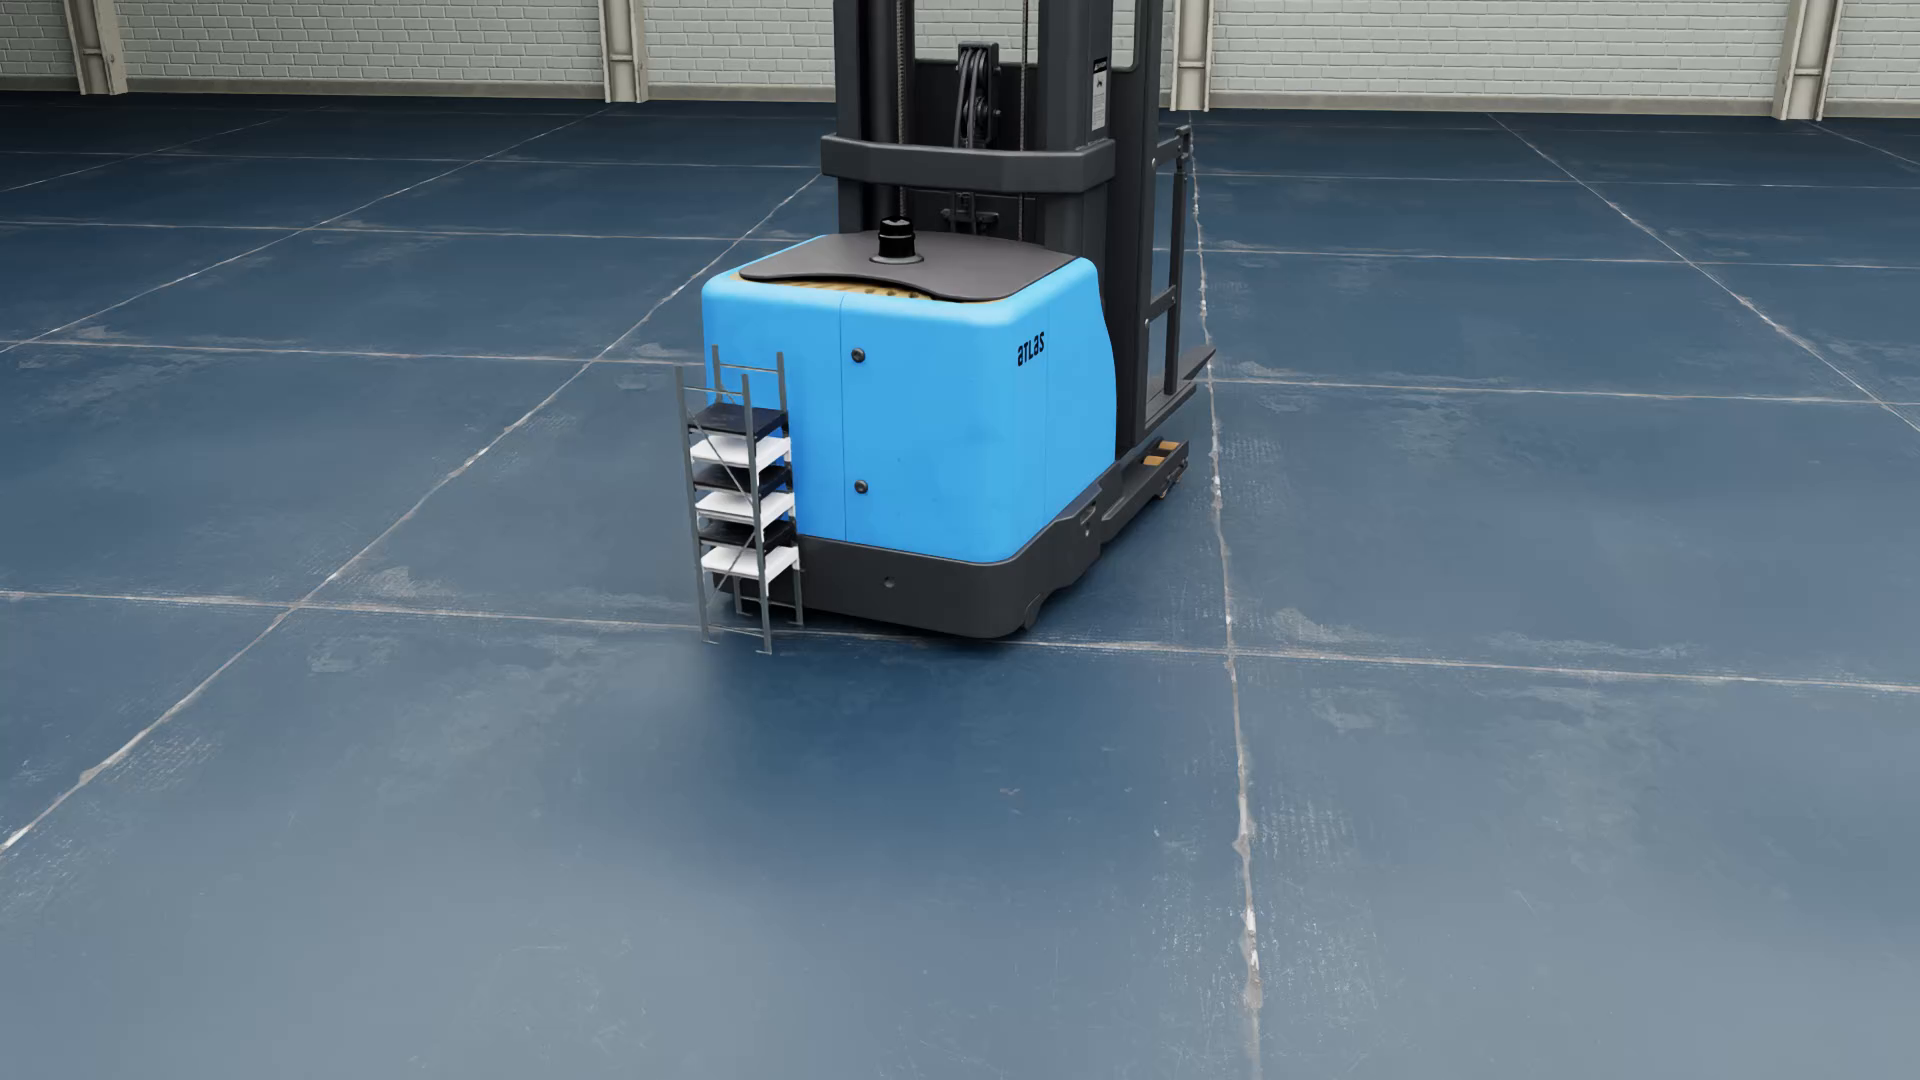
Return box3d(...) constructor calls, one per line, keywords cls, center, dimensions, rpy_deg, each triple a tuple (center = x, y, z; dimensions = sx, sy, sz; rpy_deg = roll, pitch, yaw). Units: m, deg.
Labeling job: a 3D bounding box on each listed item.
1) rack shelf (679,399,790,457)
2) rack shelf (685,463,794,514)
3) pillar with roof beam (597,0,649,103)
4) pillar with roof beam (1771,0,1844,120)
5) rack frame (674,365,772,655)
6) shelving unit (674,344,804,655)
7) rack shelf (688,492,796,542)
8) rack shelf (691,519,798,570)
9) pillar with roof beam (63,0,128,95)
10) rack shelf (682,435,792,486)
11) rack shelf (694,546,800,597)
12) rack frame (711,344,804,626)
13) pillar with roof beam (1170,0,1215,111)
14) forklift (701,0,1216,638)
box3d(cls="rack shelf", center=(-0.661, -0.331, 4.893), dimensions=(0.258, 0.077, 0.200), rpy_deg=(9, 27, 21))
box3d(cls="rack shelf", center=(-0.656, -0.168, 4.969), dimensions=(0.258, 0.077, 0.200), rpy_deg=(9, 27, 21))
box3d(cls="pillar with roof beam", center=(-4.087, -7.341, 12.269), dimensions=(0.400, 9.000, 9.100), rpy_deg=(2, 22, 6))
box3d(cls="pillar with roof beam", center=(7.829, -6.822, 10.956), dimensions=(0.400, 9.000, 9.100), rpy_deg=(2, 22, 6))
box3d(cls="rack frame", center=(-0.695, -0.076, 4.909), dimensions=(0.240, 0.900, 0.006), rpy_deg=(9, 27, 21))
box3d(cls="shelving unit", center=(-0.655, -0.116, 4.993), dimensions=(0.258, 0.900, 0.210), rpy_deg=(9, 27, 21))
box3d(cls="rack shelf", center=(-0.654, -0.086, 5.007), dimensions=(0.258, 0.077, 0.200), rpy_deg=(9, 27, 21))
box3d(cls="rack shelf", center=(-0.652, -0.004, 5.045), dimensions=(0.258, 0.077, 0.200), rpy_deg=(9, 27, 21))
box3d(cls="pillar with roof beam", center=(-10.046, -7.601, 12.926), dimensions=(0.400, 9.000, 9.100), rpy_deg=(2, 22, 6))
box3d(cls="rack shelf", center=(-0.659, -0.249, 4.931), dimensions=(0.258, 0.077, 0.200), rpy_deg=(9, 27, 21))
box3d(cls="rack shelf", center=(-0.649, 0.077, 5.083), dimensions=(0.258, 0.077, 0.200), rpy_deg=(9, 27, 21))
box3d(cls="rack frame", center=(-0.615, -0.157, 5.078), dimensions=(0.240, 0.900, 0.006), rpy_deg=(9, 27, 21))
box3d(cls="pillar with roof beam", center=(1.871, -7.082, 11.613), dimensions=(0.400, 9.000, 9.100), rpy_deg=(2, 22, 6))
box3d(cls="forklift", center=(0.249, -1.575, 5.936), dimensions=(1.130, 2.935, 3.031), rpy_deg=(9, 23, 22))
